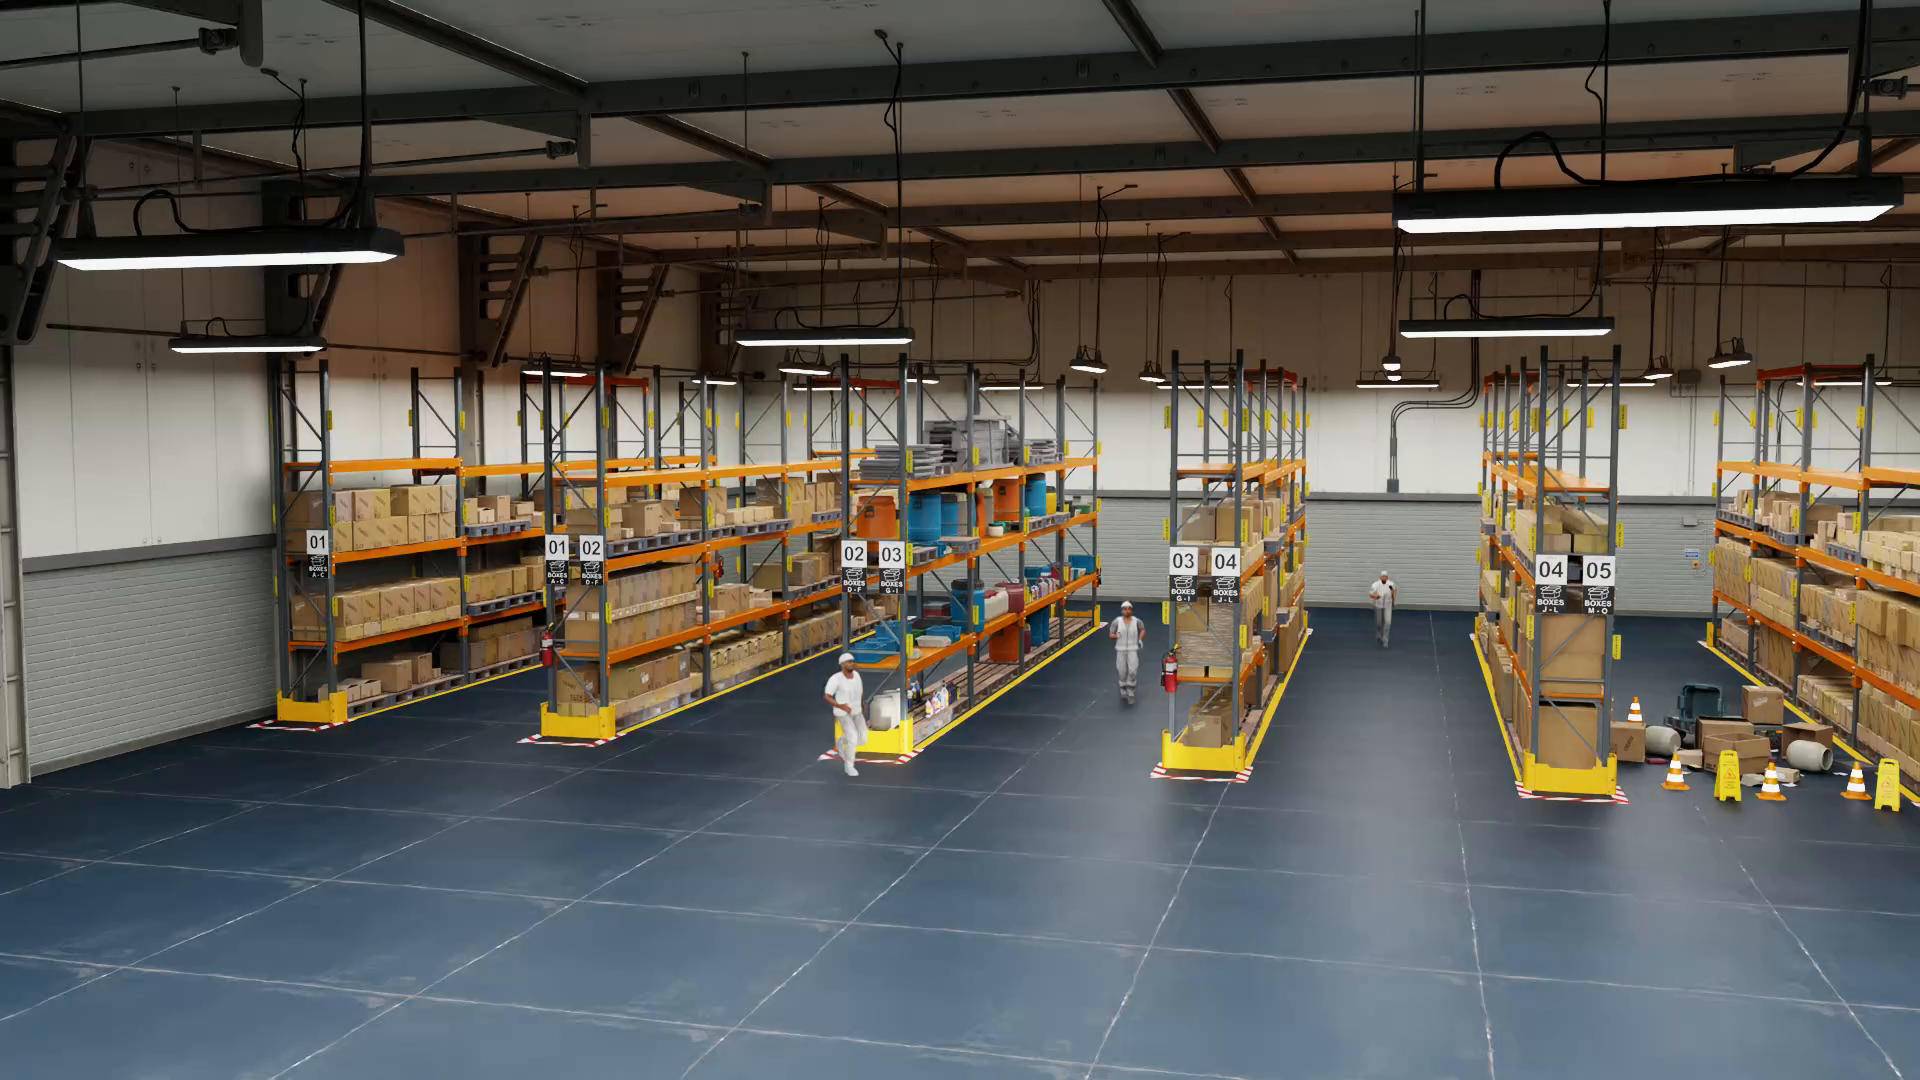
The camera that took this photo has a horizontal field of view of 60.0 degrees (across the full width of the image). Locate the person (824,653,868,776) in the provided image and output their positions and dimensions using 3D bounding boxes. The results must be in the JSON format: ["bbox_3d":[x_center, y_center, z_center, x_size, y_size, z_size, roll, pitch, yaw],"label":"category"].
[{"bbox_3d":[-1.622,2.455,23.595,0.584,1.725,0.725,4,5,41],"label":"person"}]

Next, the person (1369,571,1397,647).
[{"bbox_3d":[9.442,1.535,37.128,0.619,1.716,0.909,1,4,8],"label":"person"}]

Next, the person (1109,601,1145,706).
[{"bbox_3d":[2.952,1.997,29.365,0.632,1.824,0.705,0,4,6],"label":"person"}]
